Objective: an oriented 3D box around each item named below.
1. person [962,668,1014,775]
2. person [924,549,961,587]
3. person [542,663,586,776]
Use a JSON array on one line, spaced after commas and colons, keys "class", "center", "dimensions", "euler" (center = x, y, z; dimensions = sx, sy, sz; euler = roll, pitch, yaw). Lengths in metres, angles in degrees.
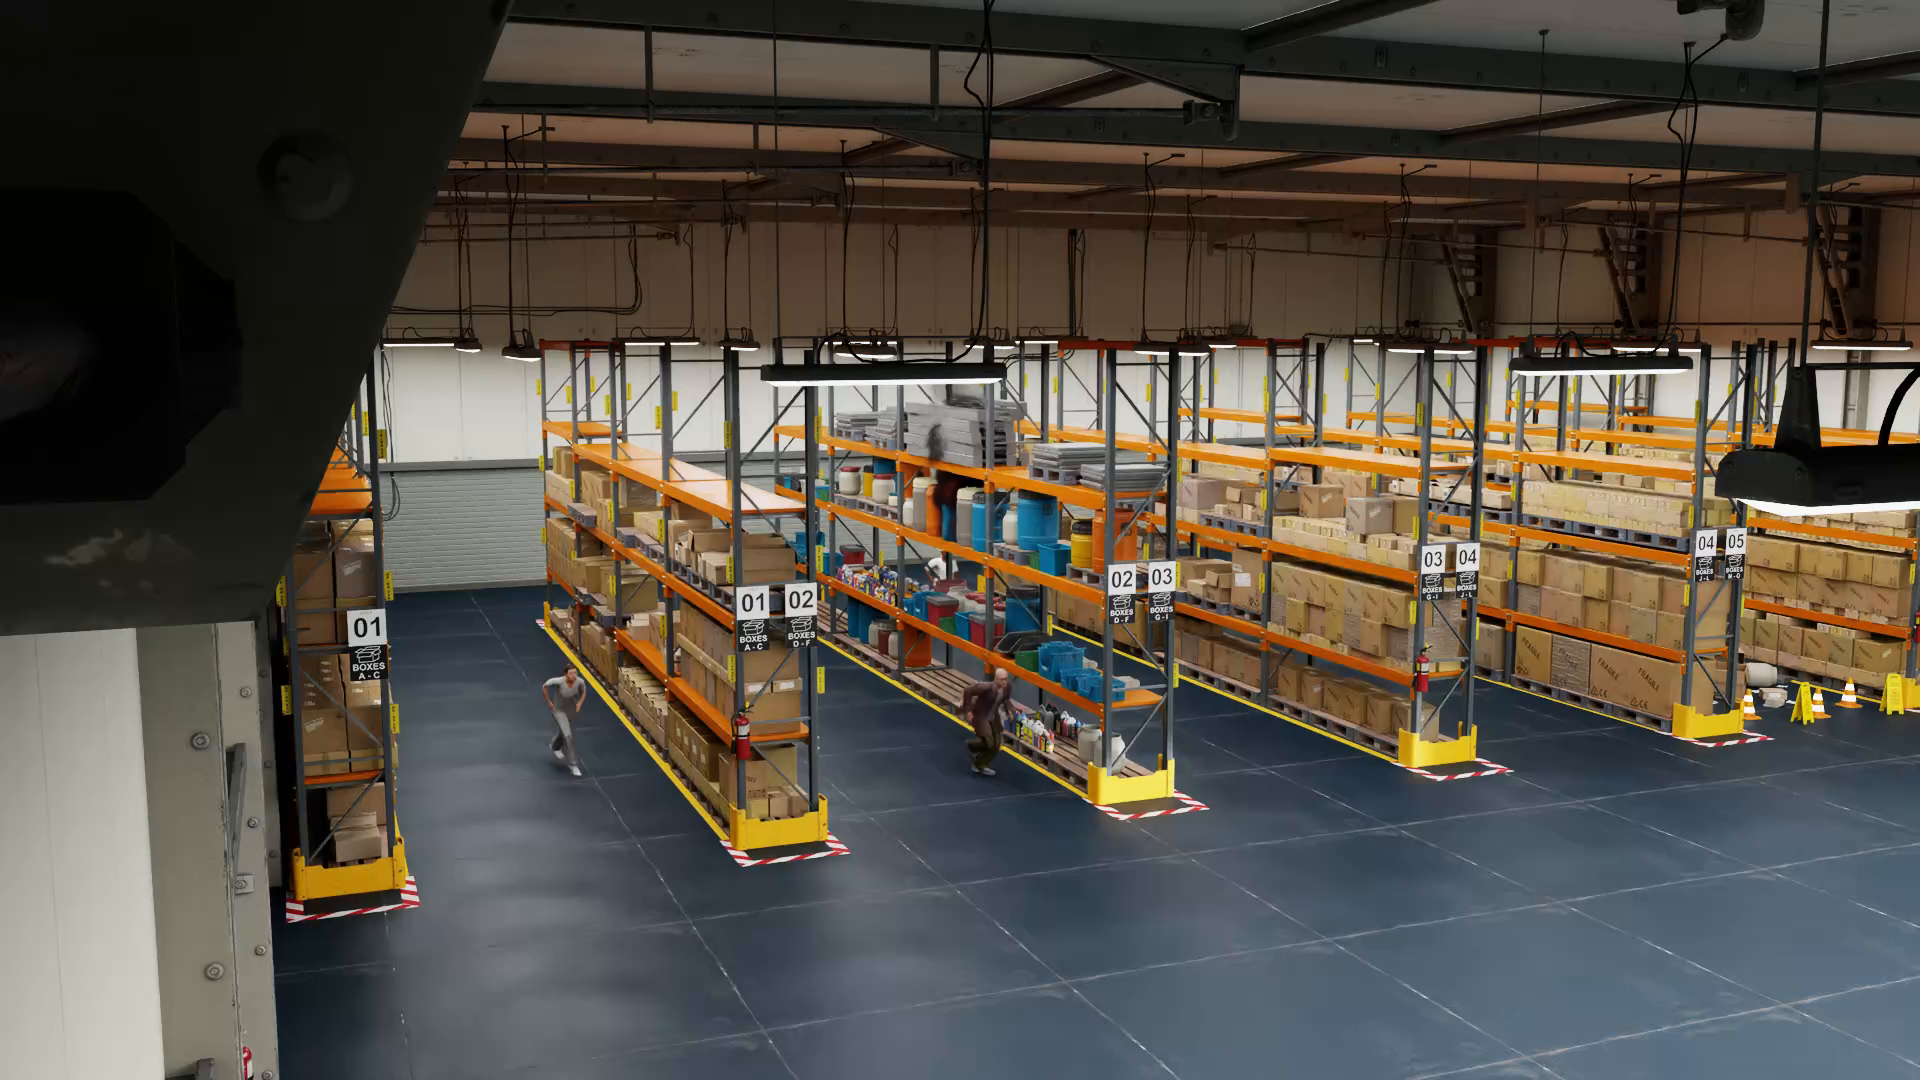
[{"class": "person", "center": [0.356, 2.536, 23.280], "dimensions": [0.734, 1.590, 0.888], "euler": [-6, 9, -37]}, {"class": "person", "center": [-0.309, 0.993, 34.444], "dimensions": [0.672, 1.802, 0.736], "euler": [-5, 9, -36]}, {"class": "person", "center": [-5.657, 2.492, 23.675], "dimensions": [0.603, 1.626, 1.003], "euler": [-5, 9, -31]}]
